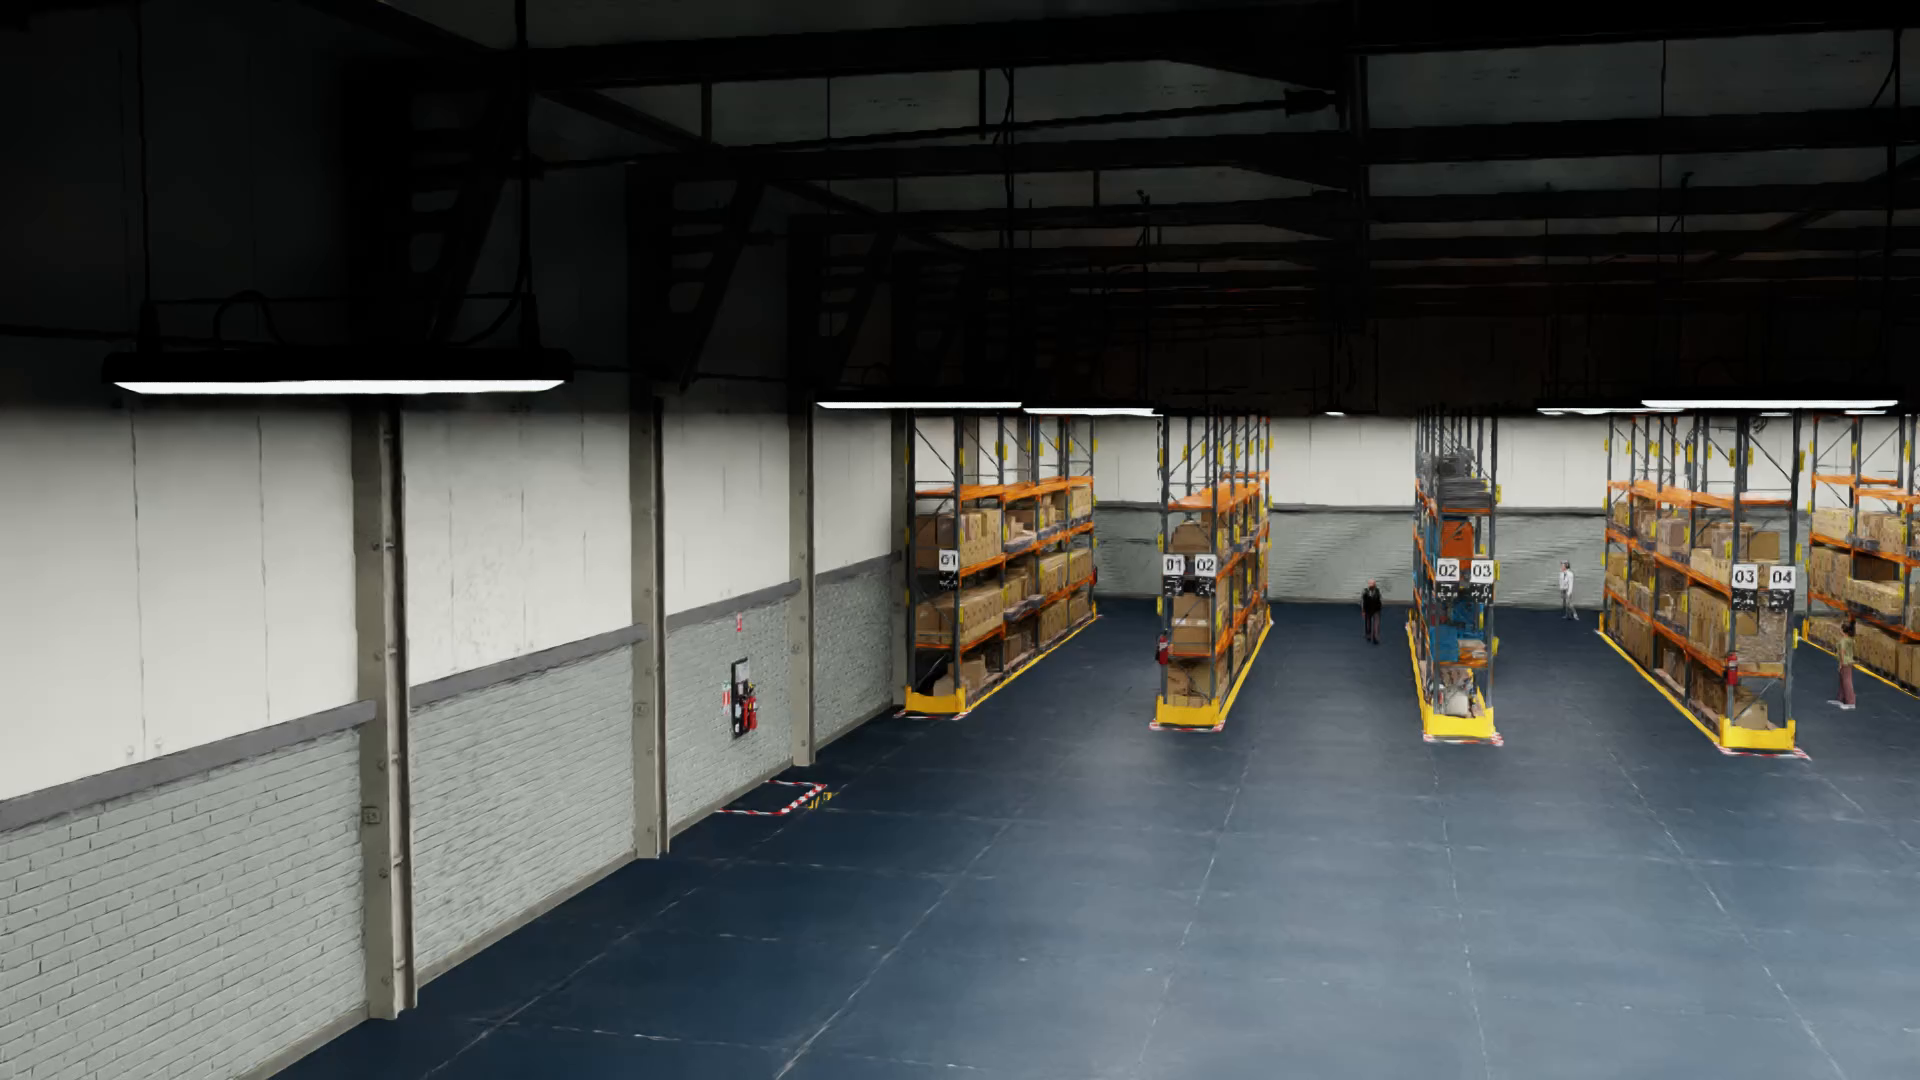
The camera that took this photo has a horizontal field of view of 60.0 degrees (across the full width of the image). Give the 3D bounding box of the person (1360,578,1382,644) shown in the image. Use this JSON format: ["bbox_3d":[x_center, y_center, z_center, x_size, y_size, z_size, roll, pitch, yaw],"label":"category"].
[{"bbox_3d":[10.509,1.796,42.501,0.543,1.648,1.115,1,4,16],"label":"person"}]

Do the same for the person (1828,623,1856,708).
[{"bbox_3d":[17.519,2.470,32.985,0.569,1.668,0.559,4,6,43],"label":"person"}]

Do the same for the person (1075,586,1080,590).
[{"bbox_3d":[3.366,1.245,49.264,0.732,1.758,0.533,-3,5,-39],"label":"person"}]

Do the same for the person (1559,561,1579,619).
[{"bbox_3d":[17.359,1.431,47.444,0.454,1.659,0.624,-1,4,-17],"label":"person"}]
